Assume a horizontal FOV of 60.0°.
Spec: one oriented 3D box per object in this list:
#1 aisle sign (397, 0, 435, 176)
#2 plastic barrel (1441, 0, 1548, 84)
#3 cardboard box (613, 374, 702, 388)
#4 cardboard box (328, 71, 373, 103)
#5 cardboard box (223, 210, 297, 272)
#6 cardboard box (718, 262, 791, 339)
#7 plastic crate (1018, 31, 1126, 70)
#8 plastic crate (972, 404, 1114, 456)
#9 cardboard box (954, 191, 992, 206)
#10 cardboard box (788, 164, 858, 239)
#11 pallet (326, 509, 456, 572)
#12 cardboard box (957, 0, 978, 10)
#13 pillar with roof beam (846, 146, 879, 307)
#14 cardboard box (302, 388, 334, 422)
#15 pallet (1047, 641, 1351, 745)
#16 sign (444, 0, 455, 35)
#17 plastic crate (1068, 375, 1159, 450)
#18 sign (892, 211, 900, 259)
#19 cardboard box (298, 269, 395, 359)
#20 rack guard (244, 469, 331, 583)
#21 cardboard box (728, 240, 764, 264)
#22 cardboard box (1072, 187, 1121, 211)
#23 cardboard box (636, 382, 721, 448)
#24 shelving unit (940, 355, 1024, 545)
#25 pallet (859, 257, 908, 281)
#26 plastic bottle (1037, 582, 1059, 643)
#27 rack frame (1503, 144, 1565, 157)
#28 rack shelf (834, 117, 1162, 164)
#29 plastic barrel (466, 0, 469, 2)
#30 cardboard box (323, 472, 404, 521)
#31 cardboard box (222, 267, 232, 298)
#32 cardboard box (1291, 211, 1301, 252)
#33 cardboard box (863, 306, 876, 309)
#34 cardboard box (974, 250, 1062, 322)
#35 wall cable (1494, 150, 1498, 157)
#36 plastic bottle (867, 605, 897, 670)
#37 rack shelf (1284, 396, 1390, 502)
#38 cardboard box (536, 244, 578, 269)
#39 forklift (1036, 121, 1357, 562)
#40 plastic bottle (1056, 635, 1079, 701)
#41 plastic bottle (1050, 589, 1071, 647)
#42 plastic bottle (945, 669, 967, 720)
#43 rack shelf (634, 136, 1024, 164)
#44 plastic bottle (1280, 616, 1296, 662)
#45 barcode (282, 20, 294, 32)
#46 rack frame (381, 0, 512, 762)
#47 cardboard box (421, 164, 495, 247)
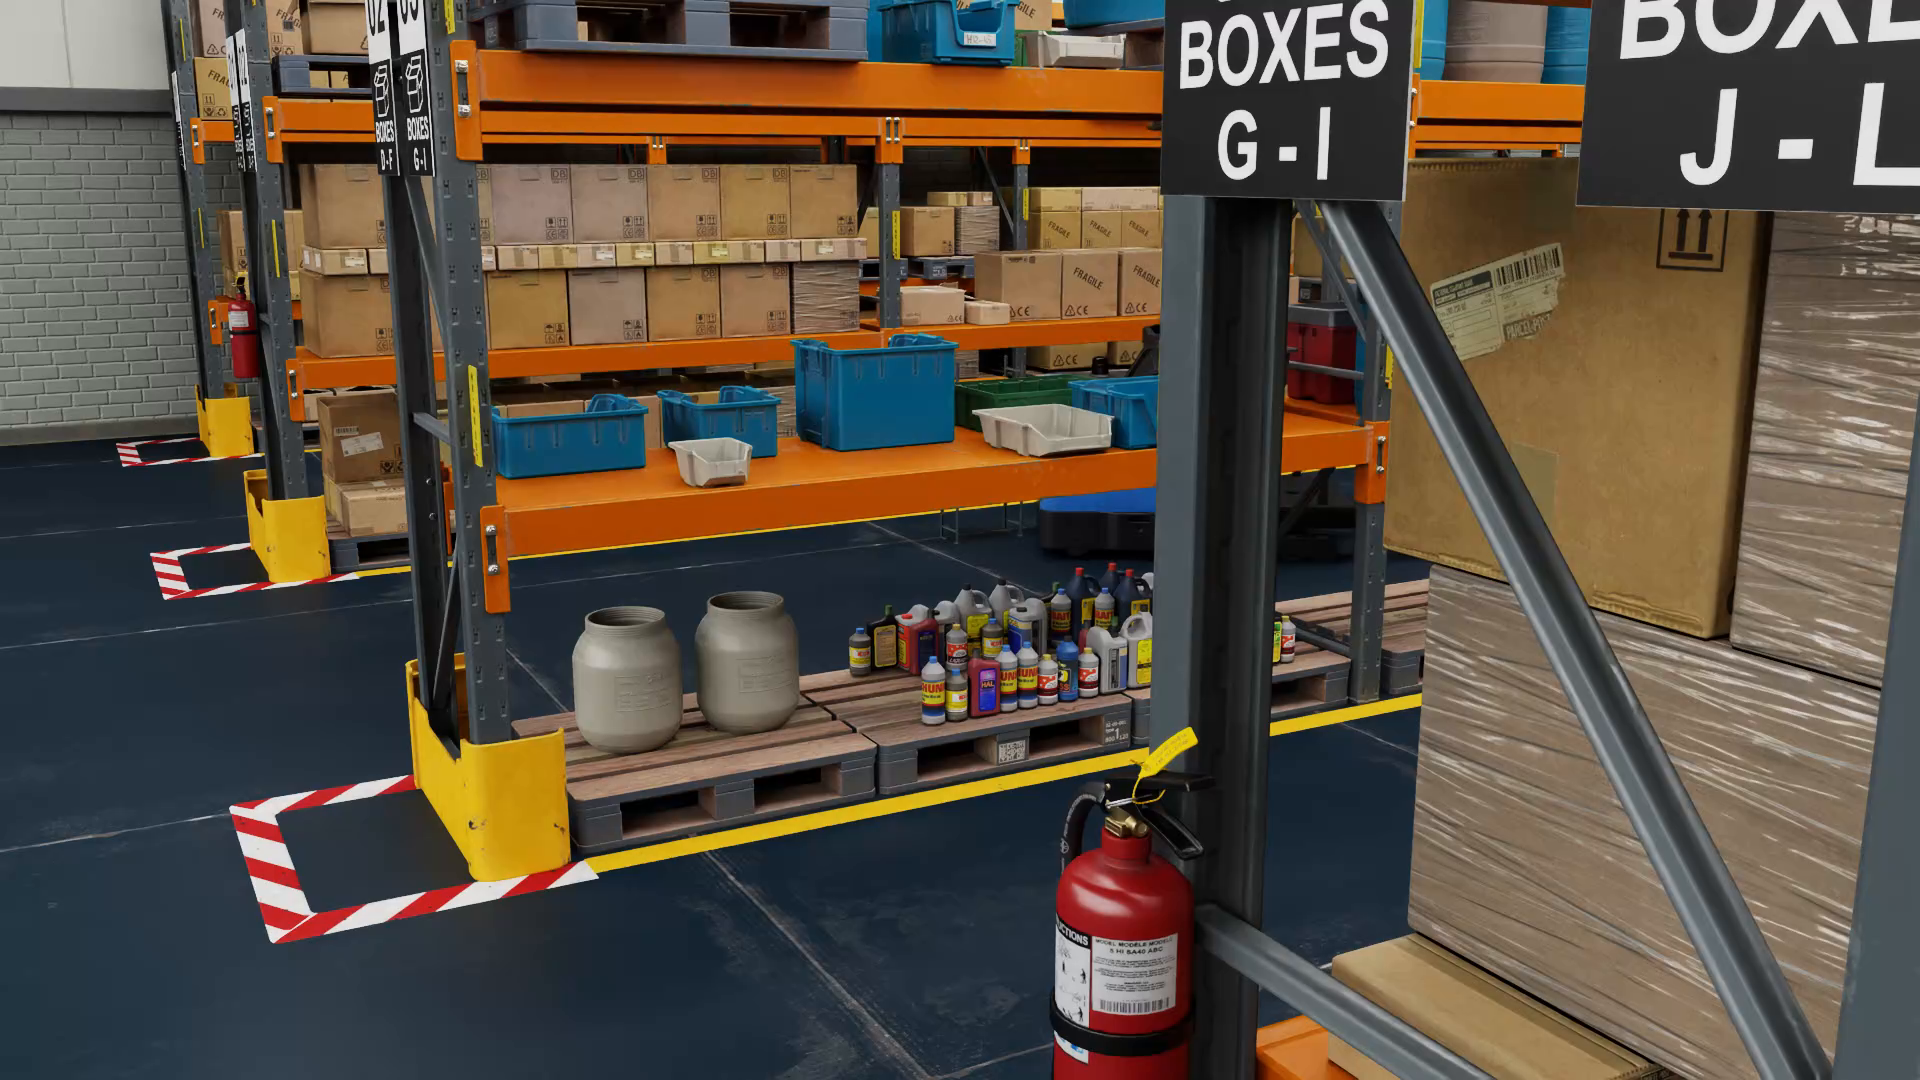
[{"bbox_3d":[-1.772,-1.582,5.386,0.004,0.787,0.394,-7,14,-28],"label":"aisle sign"},{"bbox_3d":[2.578,-2.671,8.171,0.600,0.901,0.600,0,13,0],"label":"plastic barrel"},{"bbox_3d":[-2.143,-0.889,11.826,0.500,0.500,0.500,-7,14,-28],"label":"cardboard box"},{"bbox_3d":[-5.240,-3.901,14.506,0.500,0.500,0.500,-6,14,-25],"label":"cardboard box"},{"bbox_3d":[-6.033,-2.582,14.337,0.500,0.500,0.500,-7,14,-28],"label":"cardboard box"},{"bbox_3d":[-1.555,-1.698,11.593,0.500,0.500,0.700,-7,14,-28],"label":"cardboard box"},{"bbox_3d":[0.447,-1.887,6.429,0.396,0.136,0.243,-7,14,-28],"label":"plastic crate"},{"bbox_3d":[0.358,-0.450,6.879,0.437,0.136,0.530,-7,14,-28],"label":"plastic crate"},{"bbox_3d":[0.137,-3.666,17.862,0.250,0.149,0.380,-9,16,-35],"label":"cardboard box"},{"bbox_3d":[-1.095,-2.387,11.703,0.500,0.500,0.700,-7,14,-28],"label":"cardboard box"},{"bbox_3d":[-3.568,-0.061,10.899,1.213,0.211,1.003,-7,14,-28],"label":"pallet"},{"bbox_3d":[-0.148,-3.772,11.882,0.500,0.500,0.500,-7,14,-27],"label":"cardboard box"},{"bbox_3d":[0.933,-5.256,13.967,0.400,9.000,9.100,-7,14,-28],"label":"pillar with roof beam"},{"bbox_3d":[-5.946,-1.245,14.933,0.500,0.311,0.500,-9,15,-34],"label":"cardboard box"},{"bbox_3d":[1.052,0.624,7.854,1.213,0.211,1.003,-7,14,-28],"label":"pallet"},{"bbox_3d":[-1.589,-1.739,5.153,0.005,0.325,0.100,-7,14,-28],"label":"sign"},{"bbox_3d":[0.820,-0.557,7.092,0.616,0.251,0.499,-7,14,-28],"label":"plastic crate"},{"bbox_3d":[-0.441,-2.108,11.491,0.005,0.325,0.100,-7,14,-28],"label":"sign"},{"bbox_3d":[-3.803,-1.428,10.396,0.500,0.500,0.700,-7,14,-28],"label":"cardboard box"},{"bbox_3d":[-4.240,-0.111,10.463,0.348,0.500,1.175,-7,14,-28],"label":"rack guard"},{"bbox_3d":[-1.521,-1.967,11.314,0.250,0.149,0.380,-7,14,-28],"label":"cardboard box"},{"bbox_3d":[1.419,-3.753,18.294,0.500,0.250,0.500,-7,14,-29],"label":"cardboard box"},{"bbox_3d":[-1.892,-0.788,11.378,0.500,0.500,0.500,-7,14,-28],"label":"cardboard box"},{"bbox_3d":[0.145,-0.603,11.055,0.503,1.200,0.258,-7,14,-28],"label":"shelving unit"},{"bbox_3d":[-1.292,-2.819,17.240,1.213,0.211,1.003,-7,14,-28],"label":"pallet"},{"bbox_3d":[0.424,0.346,7.924,0.133,0.283,0.061,-6,14,-25],"label":"plastic bottle"},{"bbox_3d":[7.448,-3.970,21.919,0.127,3.000,1.000,-7,14,-28],"label":"rack frame"},{"bbox_3d":[1.047,-3.076,12.754,4.000,0.370,1.077,-7,14,-28],"label":"rack shelf"},{"bbox_3d":[-1.483,-2.331,5.869,0.708,0.830,0.600,-7,14,-28],"label":"plastic barrel"},{"bbox_3d":[-3.890,-0.310,10.959,0.500,0.250,0.500,-7,14,-28],"label":"cardboard box"},{"bbox_3d":[-6.279,-2.310,14.838,0.500,0.250,0.500,-7,14,-27],"label":"cardboard box"},{"bbox_3d":[3.652,-3.656,19.572,0.500,0.500,0.500,-7,15,-29],"label":"cardboard box"},{"bbox_3d":[-0.712,-2.356,17.729,0.500,0.250,0.500,-7,14,-27],"label":"cardboard box"},{"bbox_3d":[0.436,-1.935,12.649,0.500,0.500,0.500,-6,14,-24],"label":"cardboard box"},{"bbox_3d":[8.118,-4.783,23.216,1.851,1.984,0.084,-7,14,-28],"label":"wall cable"},{"bbox_3d":[-0.353,0.439,7.510,0.133,0.283,0.061,-6,14,-26],"label":"plastic bottle"},{"bbox_3d":[3.417,-0.658,8.840,4.000,0.370,1.077,-7,14,-28],"label":"rack shelf"},{"bbox_3d":[-2.642,-1.834,10.720,0.250,0.149,0.380,-7,14,-29],"label":"cardboard box"},{"bbox_3d":[2.026,-1.409,10.692,3.031,2.935,1.130,0,13,2],"label":"forklift"},{"bbox_3d":[0.458,0.540,7.090,0.097,0.271,0.097,0,13,0],"label":"plastic bottle"},{"bbox_3d":[0.478,0.365,7.866,0.097,0.271,0.097,0,13,0],"label":"plastic bottle"},{"bbox_3d":[-0.018,0.631,6.844,0.097,0.201,0.097,0,13,0],"label":"plastic bottle"},{"bbox_3d":[-1.330,-4.031,16.994,4.000,0.370,1.077,-7,14,-28],"label":"rack shelf"},{"bbox_3d":[1.493,0.450,7.648,0.097,0.201,0.097,0,13,0],"label":"plastic bottle"},{"bbox_3d":[-4.185,-3.204,10.360,0.075,0.075,0.001,-7,14,-28],"label":"barcode"},{"bbox_3d":[-1.849,-0.378,5.956,0.127,3.000,1.000,-7,14,-28],"label":"rack frame"},{"bbox_3d":[-3.298,-2.123,10.528,0.500,0.500,0.700,-7,15,-29],"label":"cardboard box"}]
